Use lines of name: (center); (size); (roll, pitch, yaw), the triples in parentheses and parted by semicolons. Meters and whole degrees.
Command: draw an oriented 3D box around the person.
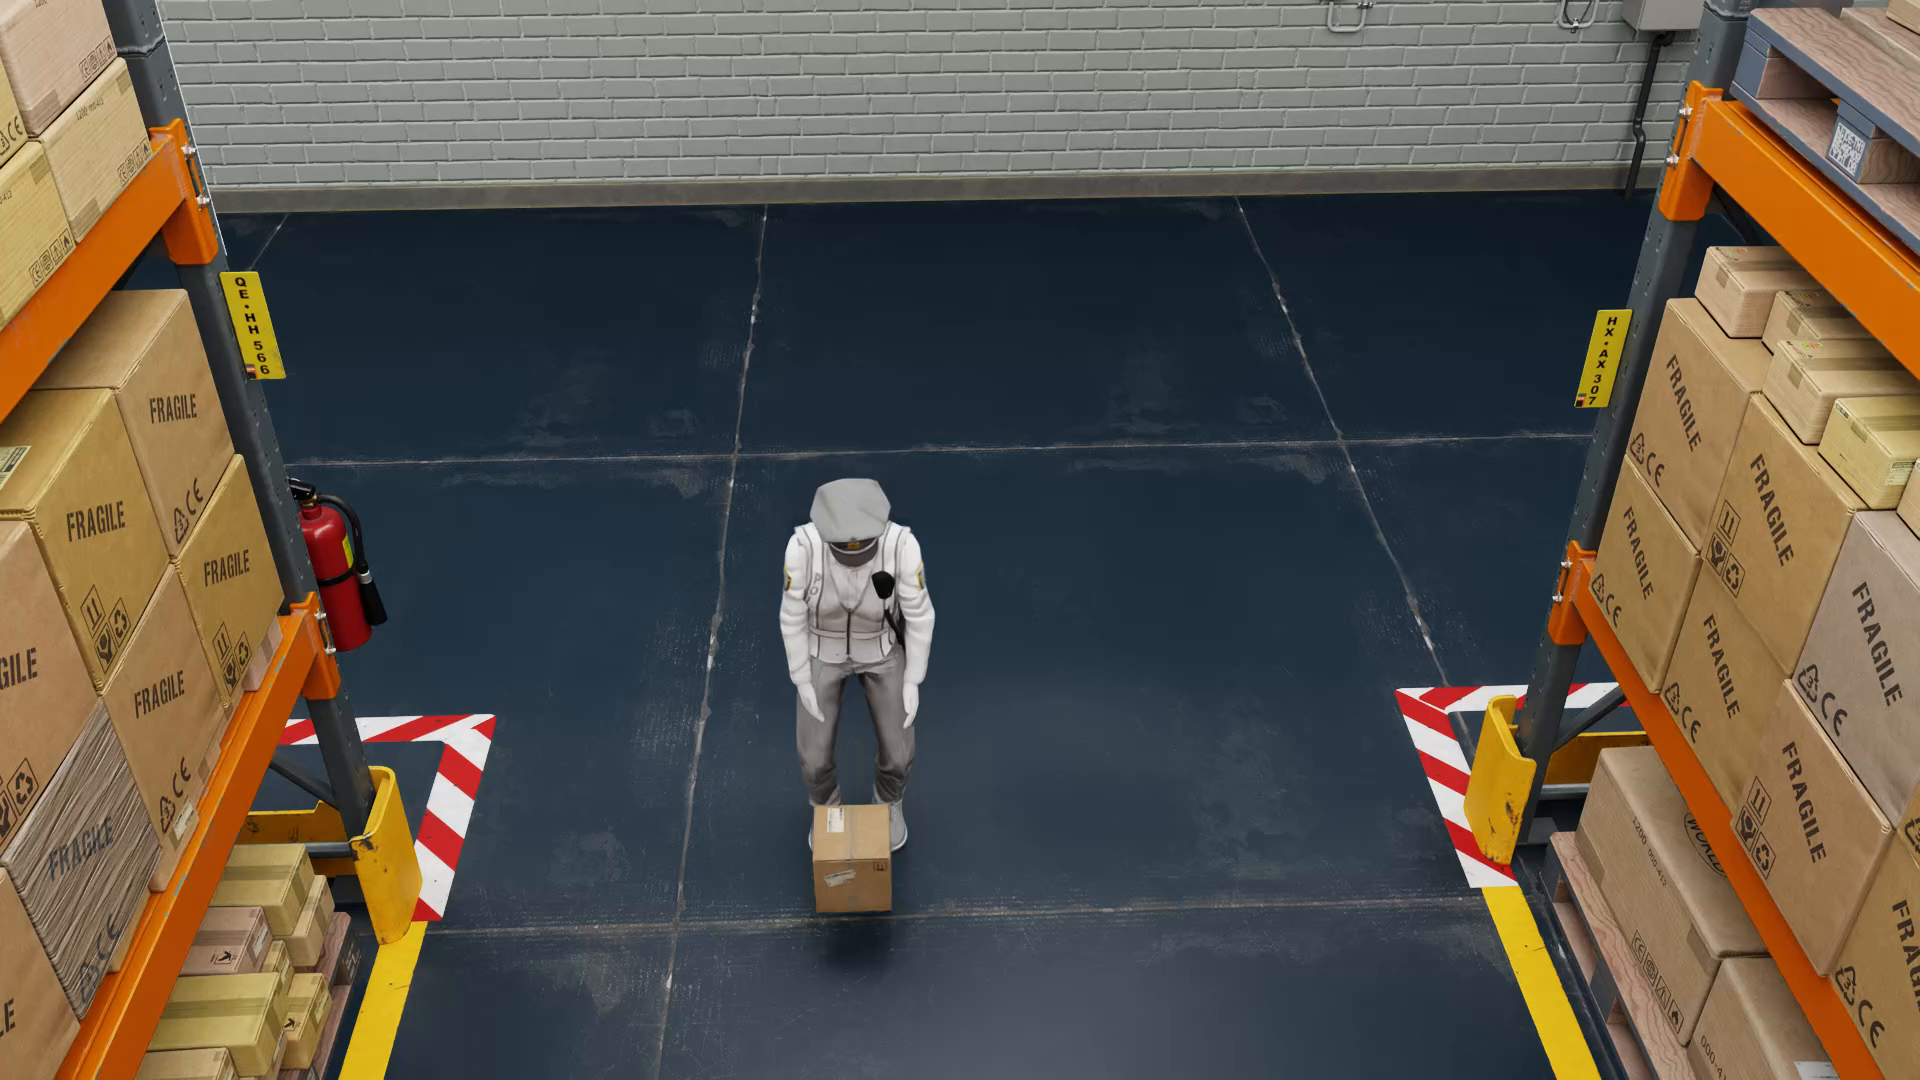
person: (-0.341, 0.430, 5.629); (0.516, 1.576, 0.526); (-1, 35, -1)
